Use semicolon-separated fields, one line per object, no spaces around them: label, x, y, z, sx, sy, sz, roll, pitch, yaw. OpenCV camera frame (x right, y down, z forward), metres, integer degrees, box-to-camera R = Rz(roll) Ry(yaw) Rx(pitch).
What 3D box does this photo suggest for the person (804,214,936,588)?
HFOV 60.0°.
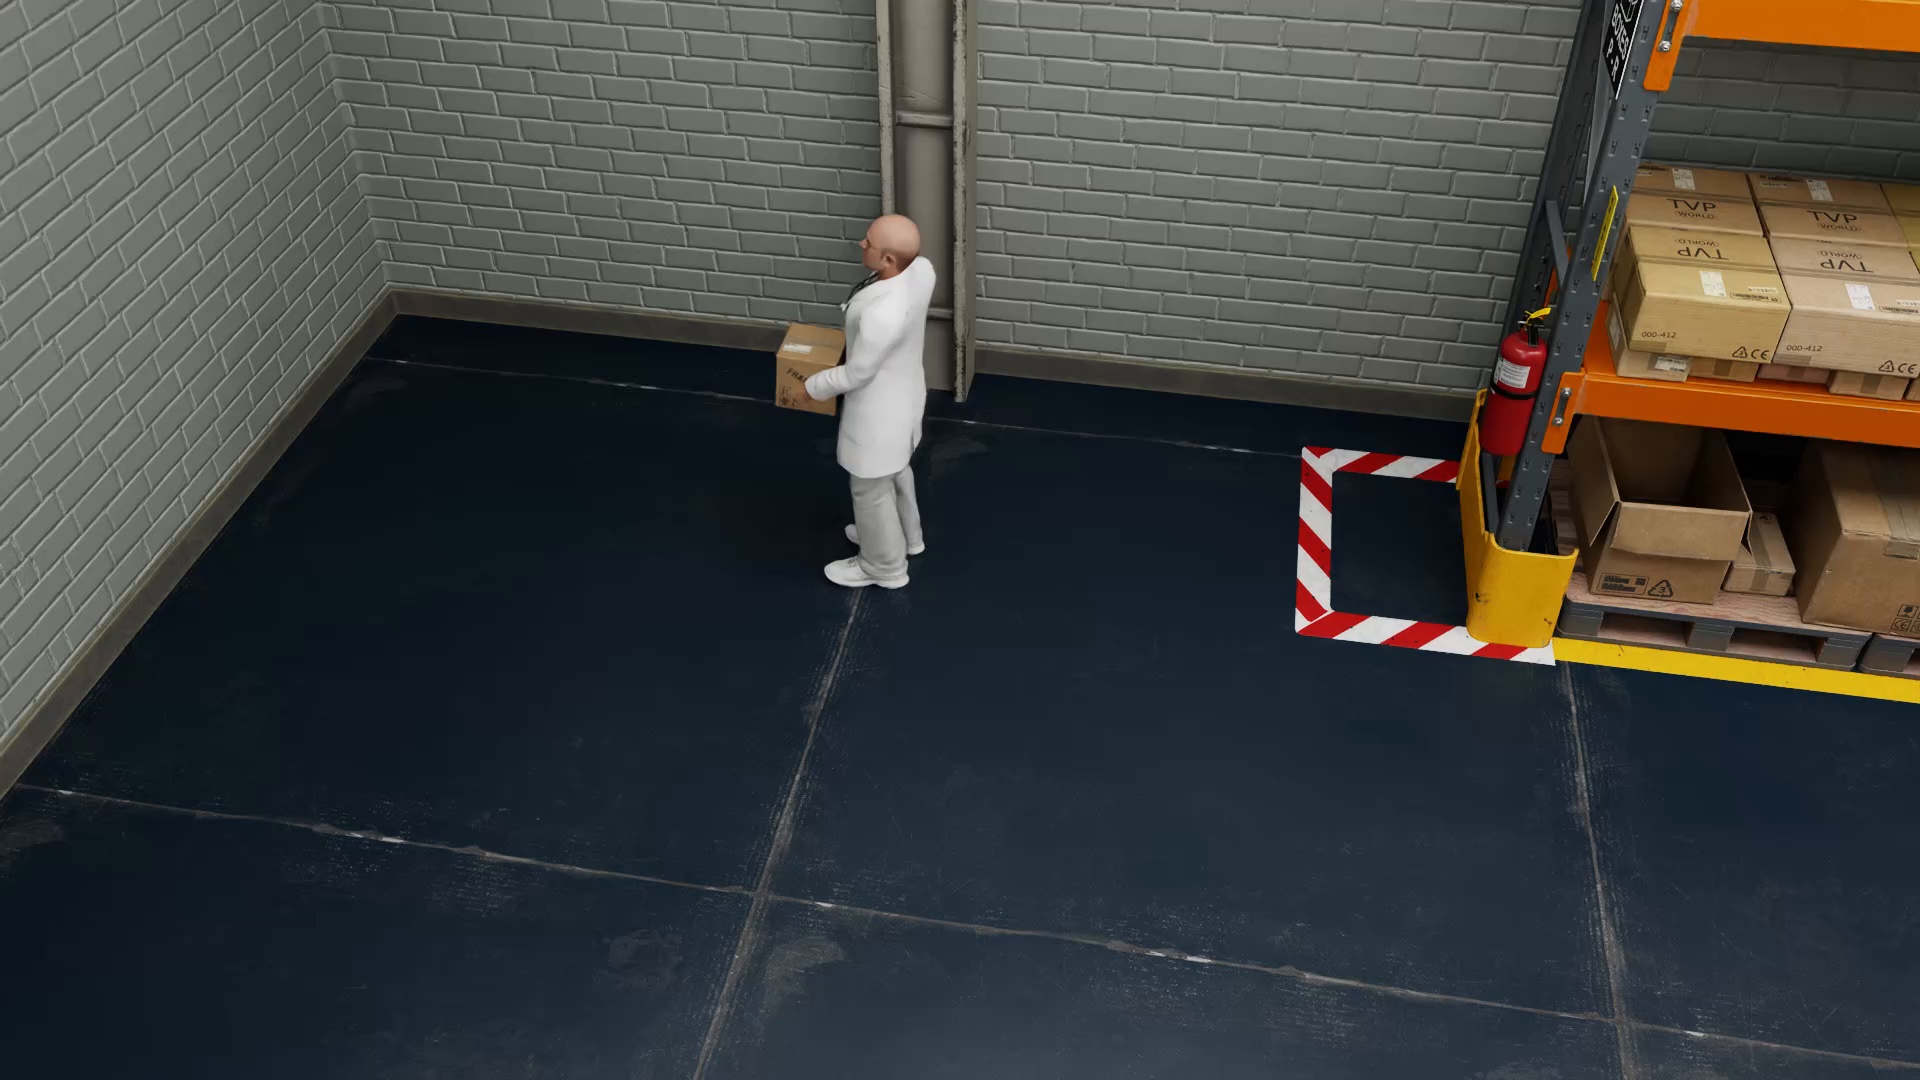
person;-0.403;-0.574;6.849;0.553;1.778;0.538;11;41;13
